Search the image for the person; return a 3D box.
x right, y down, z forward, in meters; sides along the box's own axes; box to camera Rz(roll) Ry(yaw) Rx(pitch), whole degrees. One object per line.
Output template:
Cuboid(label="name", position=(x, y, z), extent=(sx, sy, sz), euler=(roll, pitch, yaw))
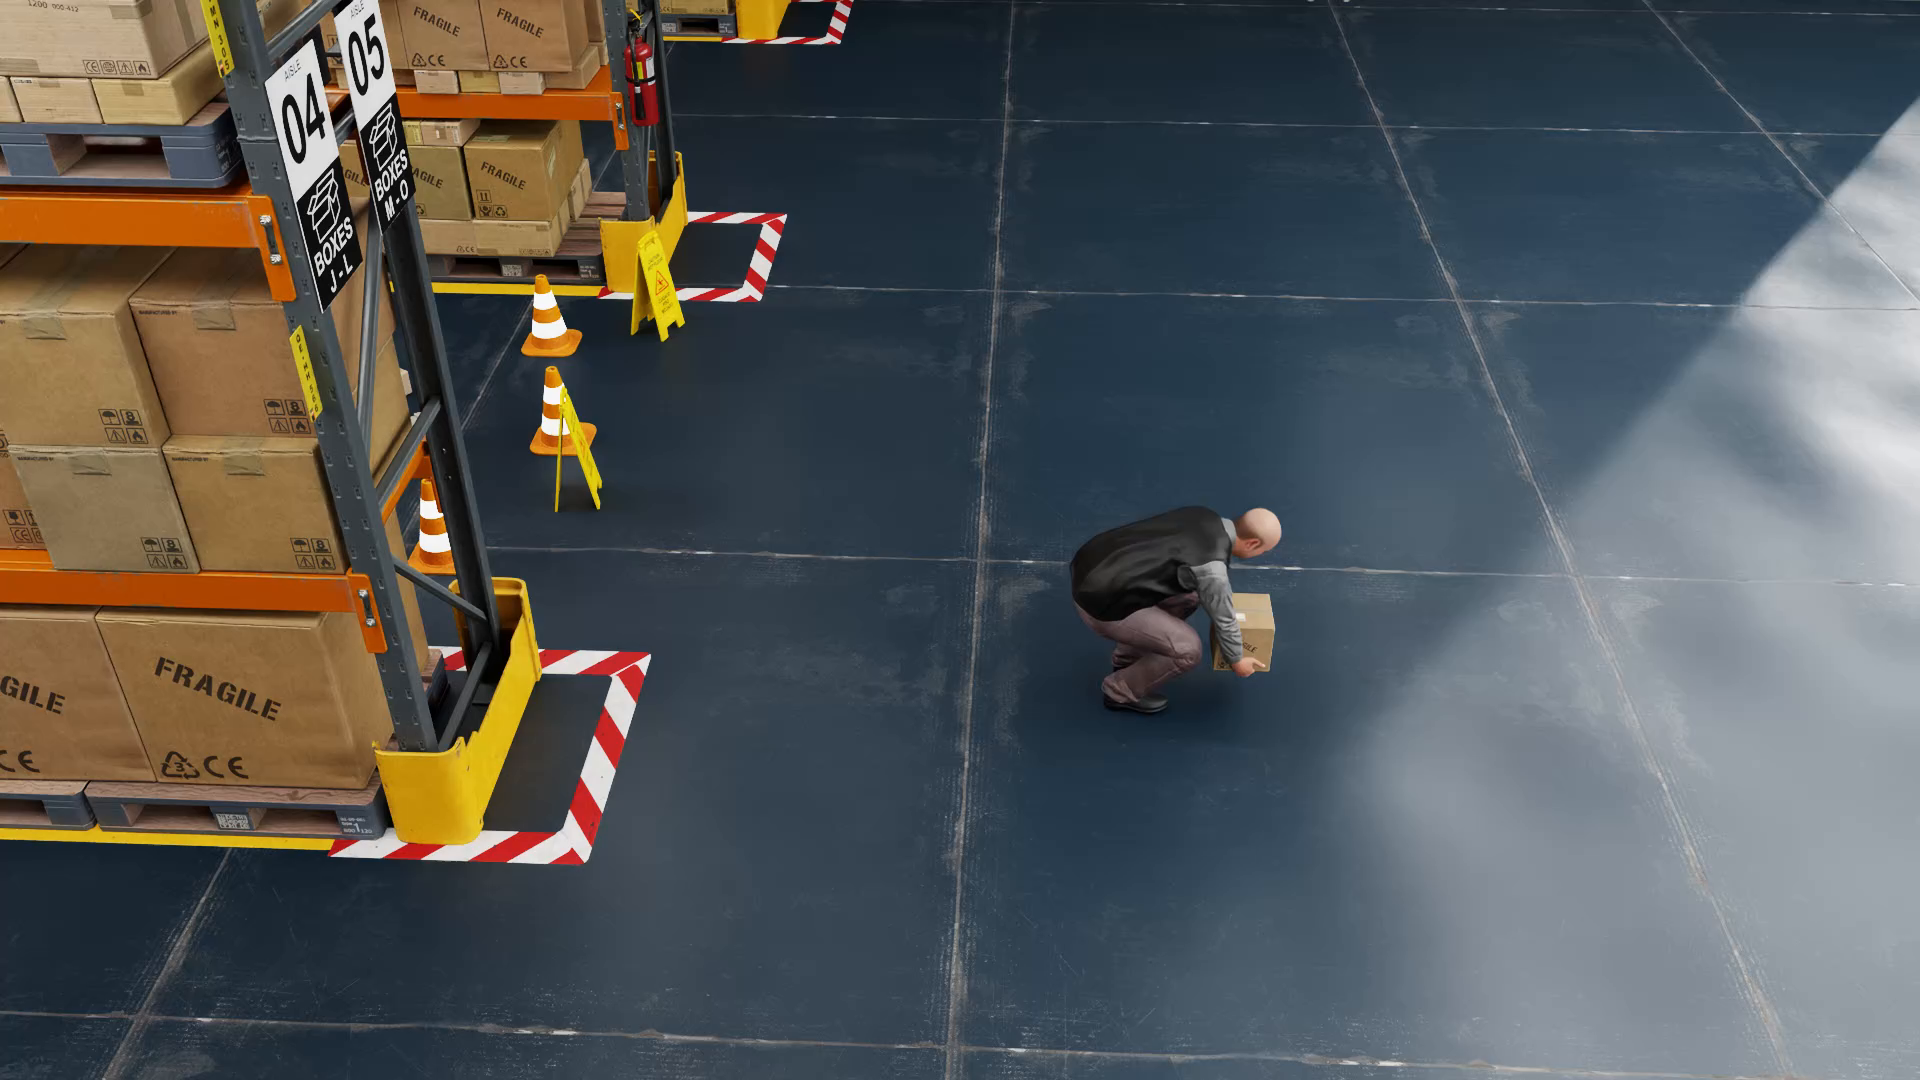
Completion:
Cuboid(label="person", position=(0.938, 0.288, 7.400), extent=(0.906, 0.957, 0.509), euler=(0, 35, 1))
